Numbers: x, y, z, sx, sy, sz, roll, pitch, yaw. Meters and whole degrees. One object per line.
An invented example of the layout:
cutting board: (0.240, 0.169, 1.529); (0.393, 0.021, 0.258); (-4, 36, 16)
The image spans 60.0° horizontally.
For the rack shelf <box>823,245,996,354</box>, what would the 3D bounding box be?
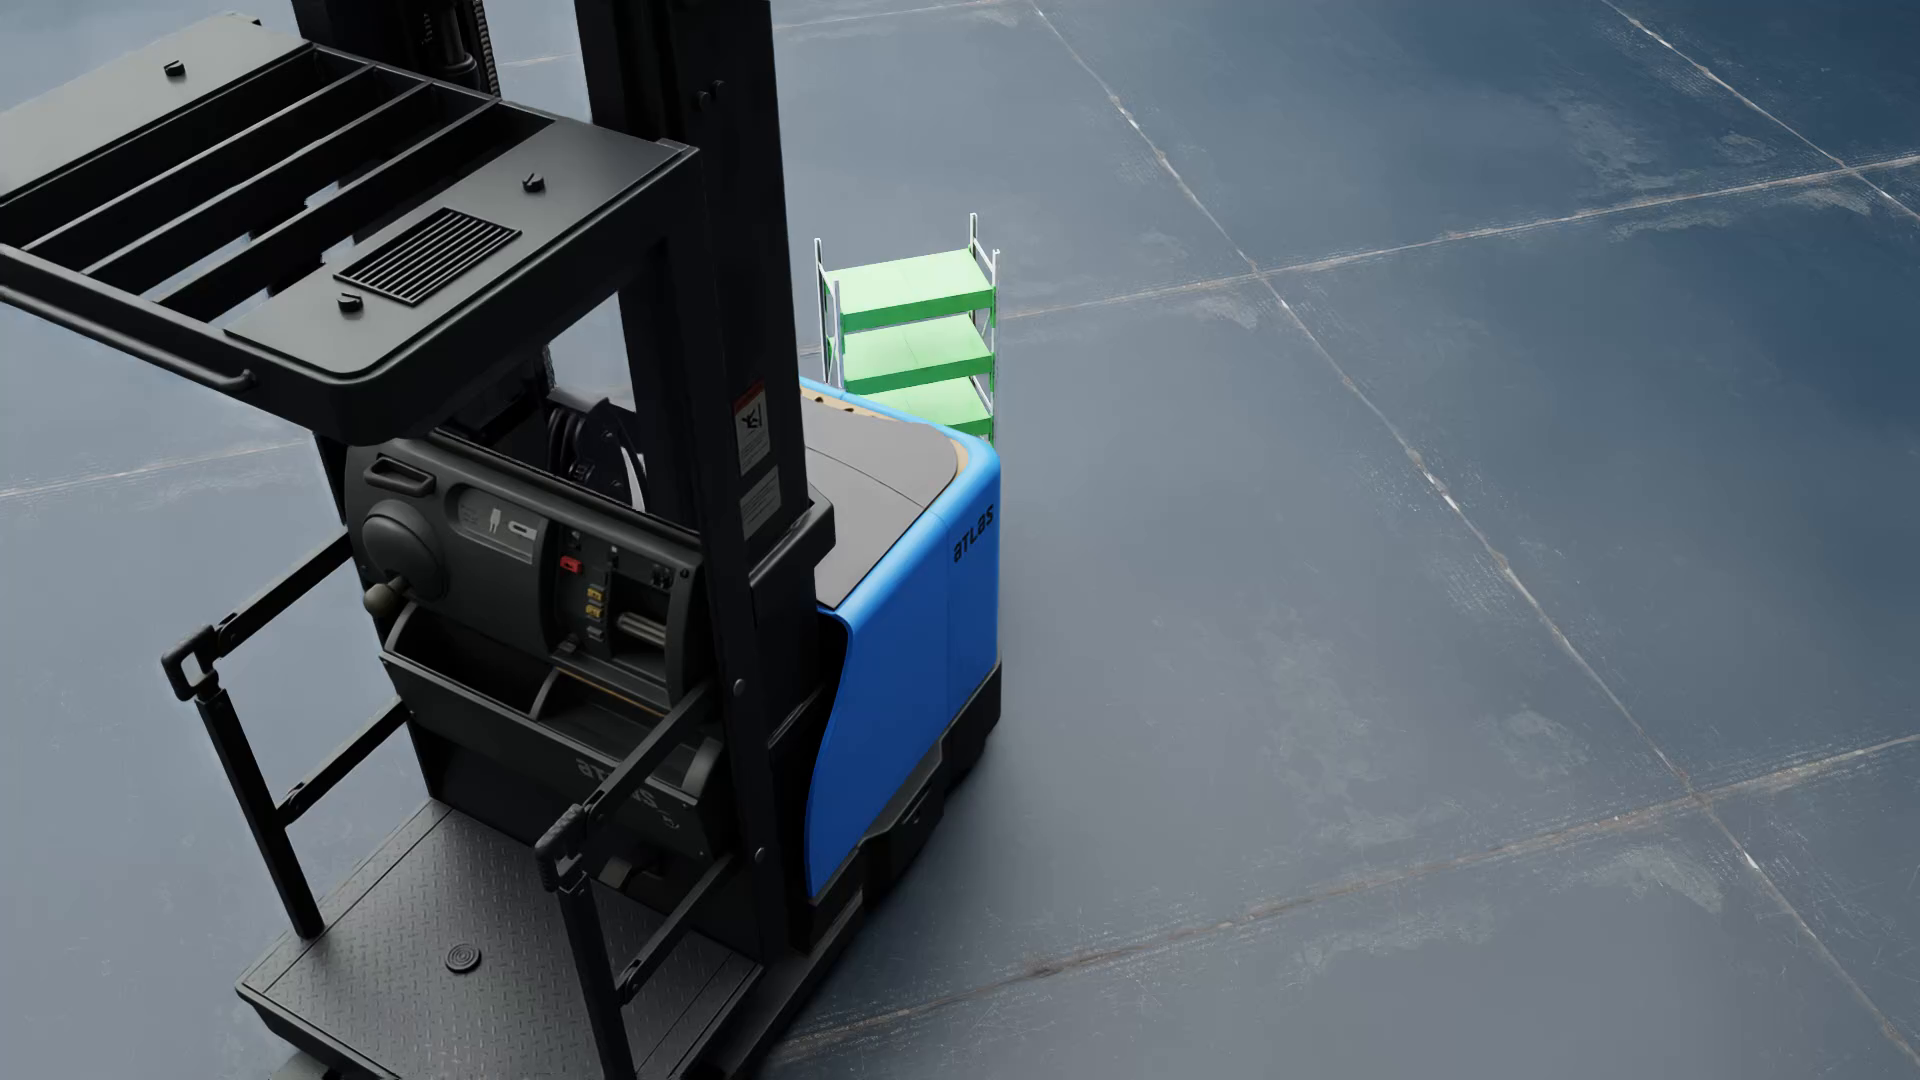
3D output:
rack shelf: (-0.158, -0.733, 5.044); (0.480, 0.148, 0.258); (-12, 42, -13)

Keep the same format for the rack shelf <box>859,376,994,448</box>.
rack shelf: (-0.158, -0.371, 5.360); (0.480, 0.148, 0.258); (-12, 42, -13)

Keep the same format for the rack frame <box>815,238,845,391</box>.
rack frame: (-0.391, -0.371, 5.263); (0.015, 1.200, 0.240); (-12, 42, -13)

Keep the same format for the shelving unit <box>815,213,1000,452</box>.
shelving unit: (-0.158, -0.419, 5.318); (0.503, 1.200, 0.258); (-12, 42, -13)

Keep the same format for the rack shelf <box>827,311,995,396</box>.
rack shelf: (-0.158, -0.552, 5.202); (0.480, 0.148, 0.258); (-12, 42, -13)

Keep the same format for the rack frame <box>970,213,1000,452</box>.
rack frame: (0.075, -0.467, 5.373); (0.015, 1.200, 0.240); (-12, 42, -13)

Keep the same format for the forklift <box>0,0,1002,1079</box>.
forklift: (-1.043, 0.137, 3.365); (1.130, 2.935, 3.031); (21, 45, 22)
